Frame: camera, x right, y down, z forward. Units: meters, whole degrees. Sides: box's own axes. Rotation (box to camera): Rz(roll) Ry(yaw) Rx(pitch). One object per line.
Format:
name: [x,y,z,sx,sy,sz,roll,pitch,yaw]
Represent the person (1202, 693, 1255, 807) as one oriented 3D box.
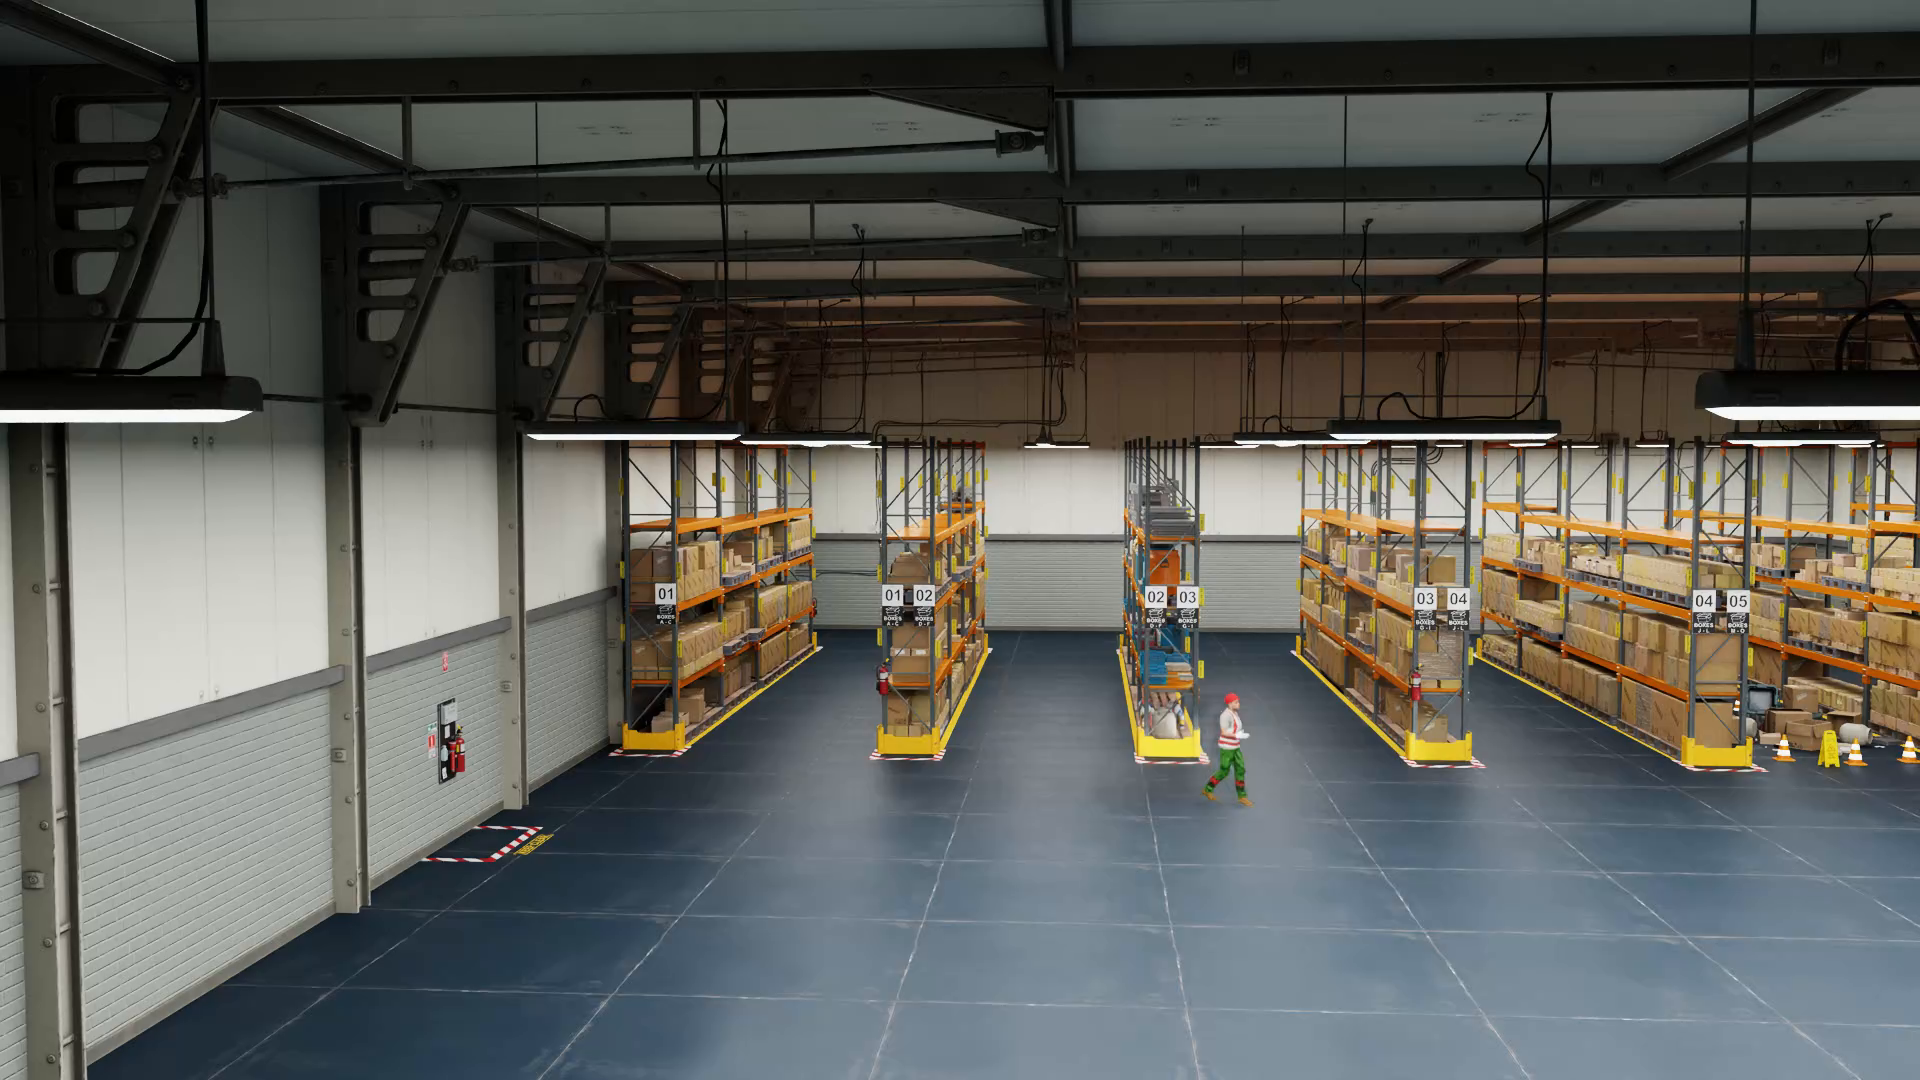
person: [4.345,3.383,26.874,0.854,1.829,0.684,2,4,30]
